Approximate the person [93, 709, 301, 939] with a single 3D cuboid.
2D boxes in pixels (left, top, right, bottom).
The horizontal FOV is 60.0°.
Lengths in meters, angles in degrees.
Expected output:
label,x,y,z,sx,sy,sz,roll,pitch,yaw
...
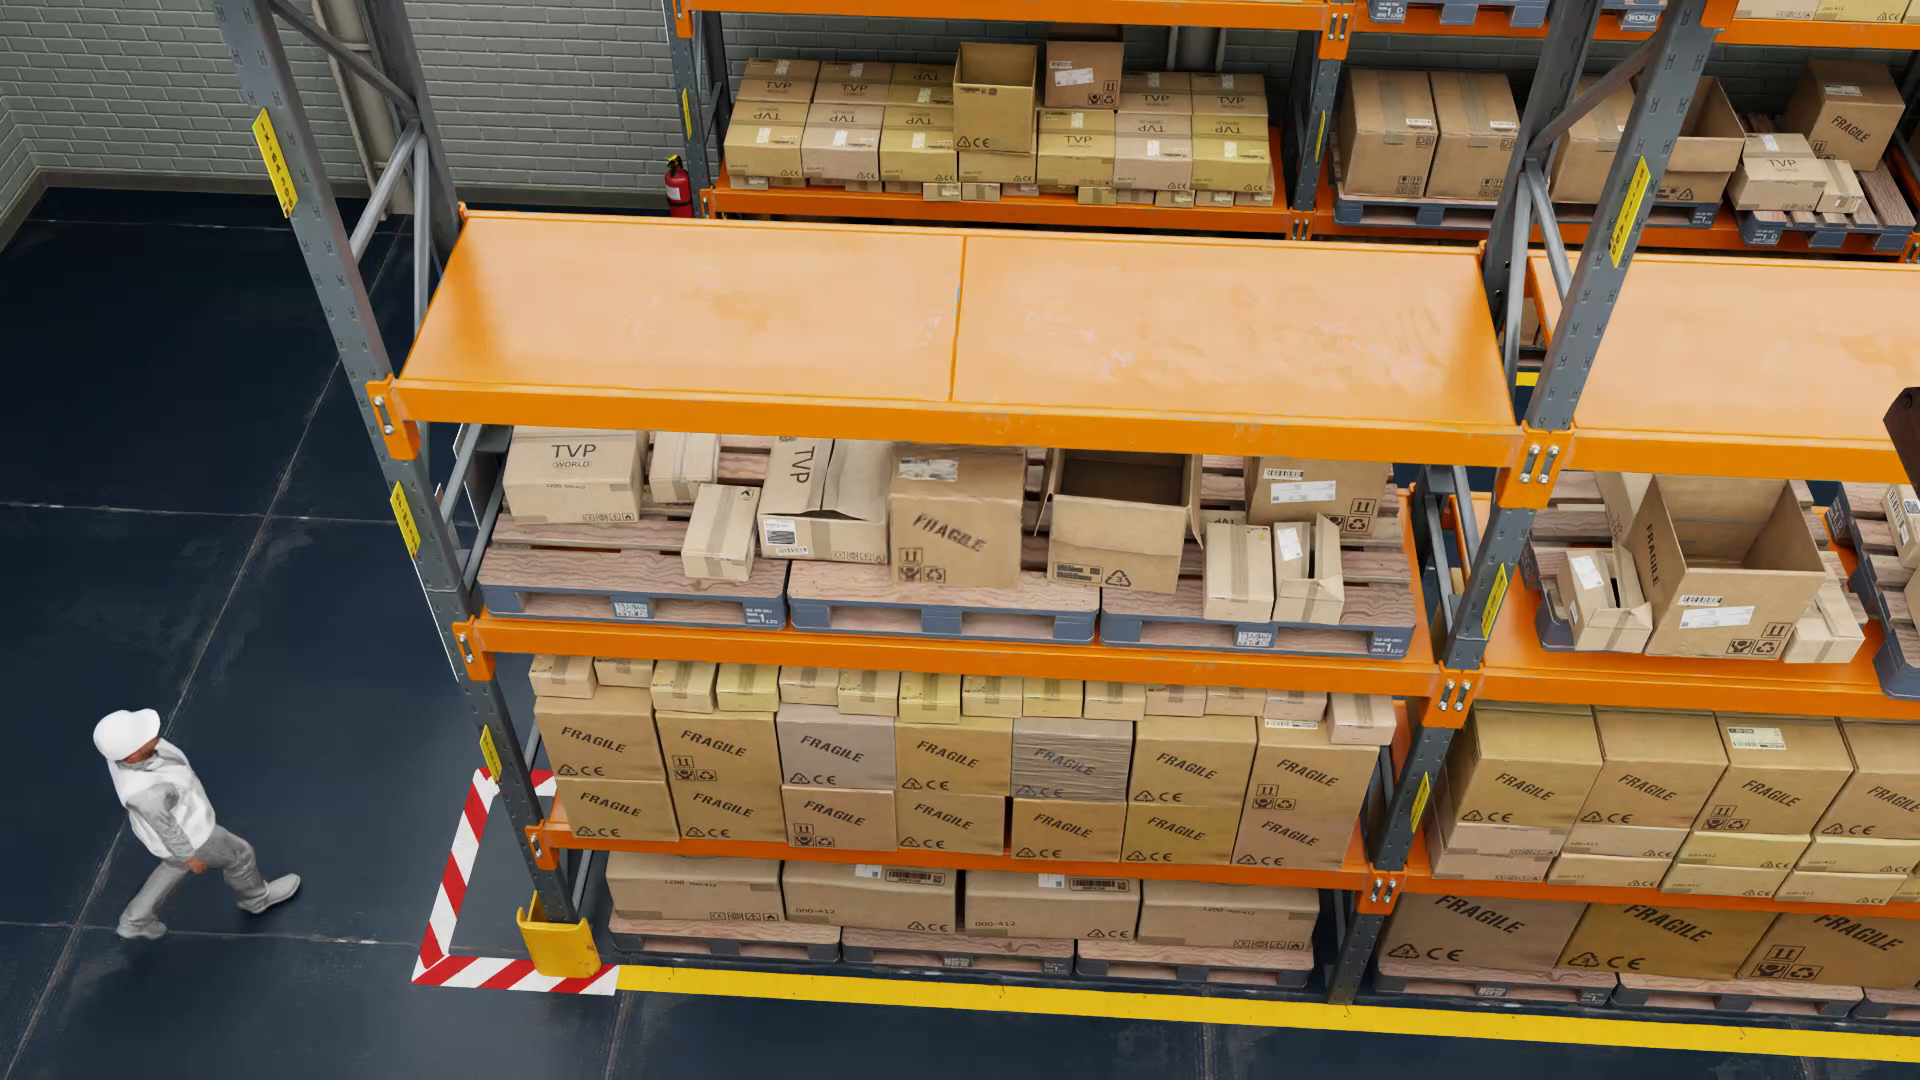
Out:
label,x,y,z,sx,sy,sz,roll,pitch,yaw
person,-3.971,1.434,8.262,0.535,1.745,0.855,36,57,28
